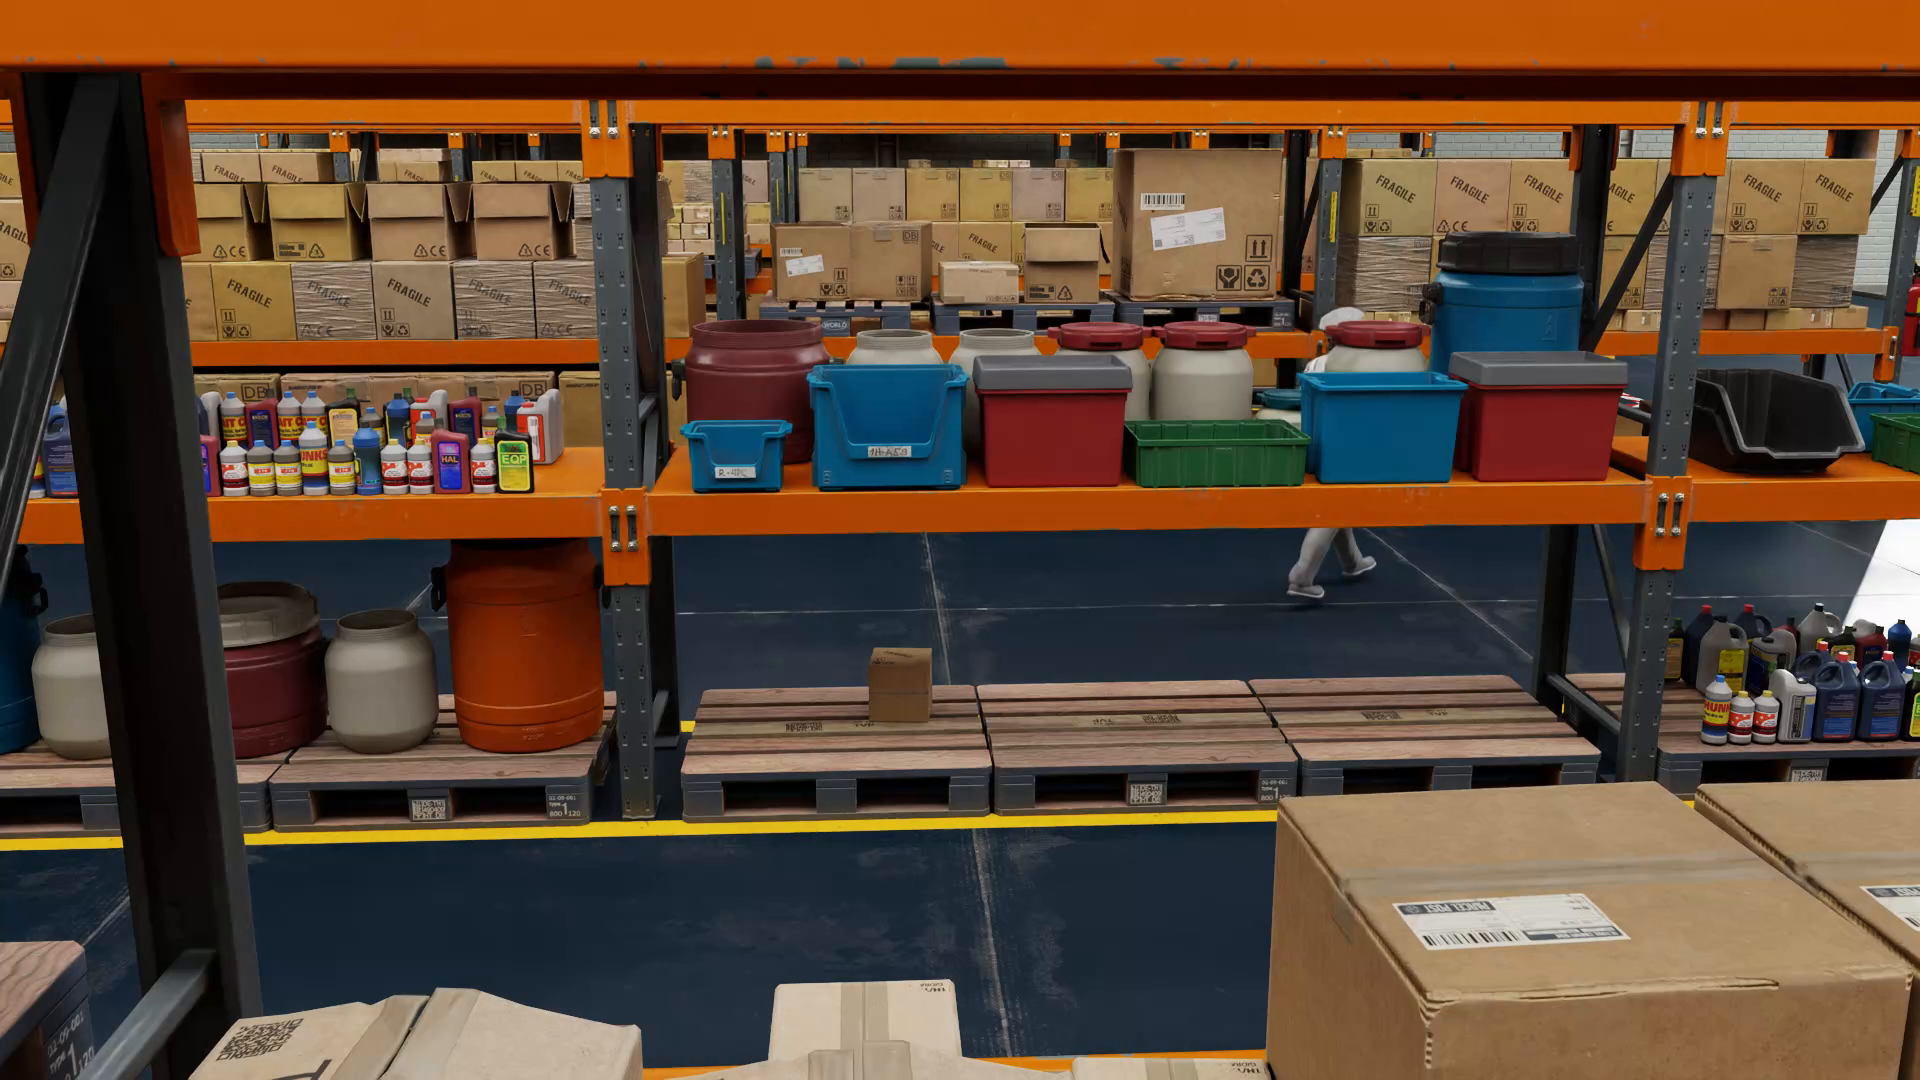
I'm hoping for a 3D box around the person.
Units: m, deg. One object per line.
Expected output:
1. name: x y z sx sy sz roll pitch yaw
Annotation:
1. person: 2.185 -0.520 9.527 1.031 1.625 0.440 -12 18 -41
